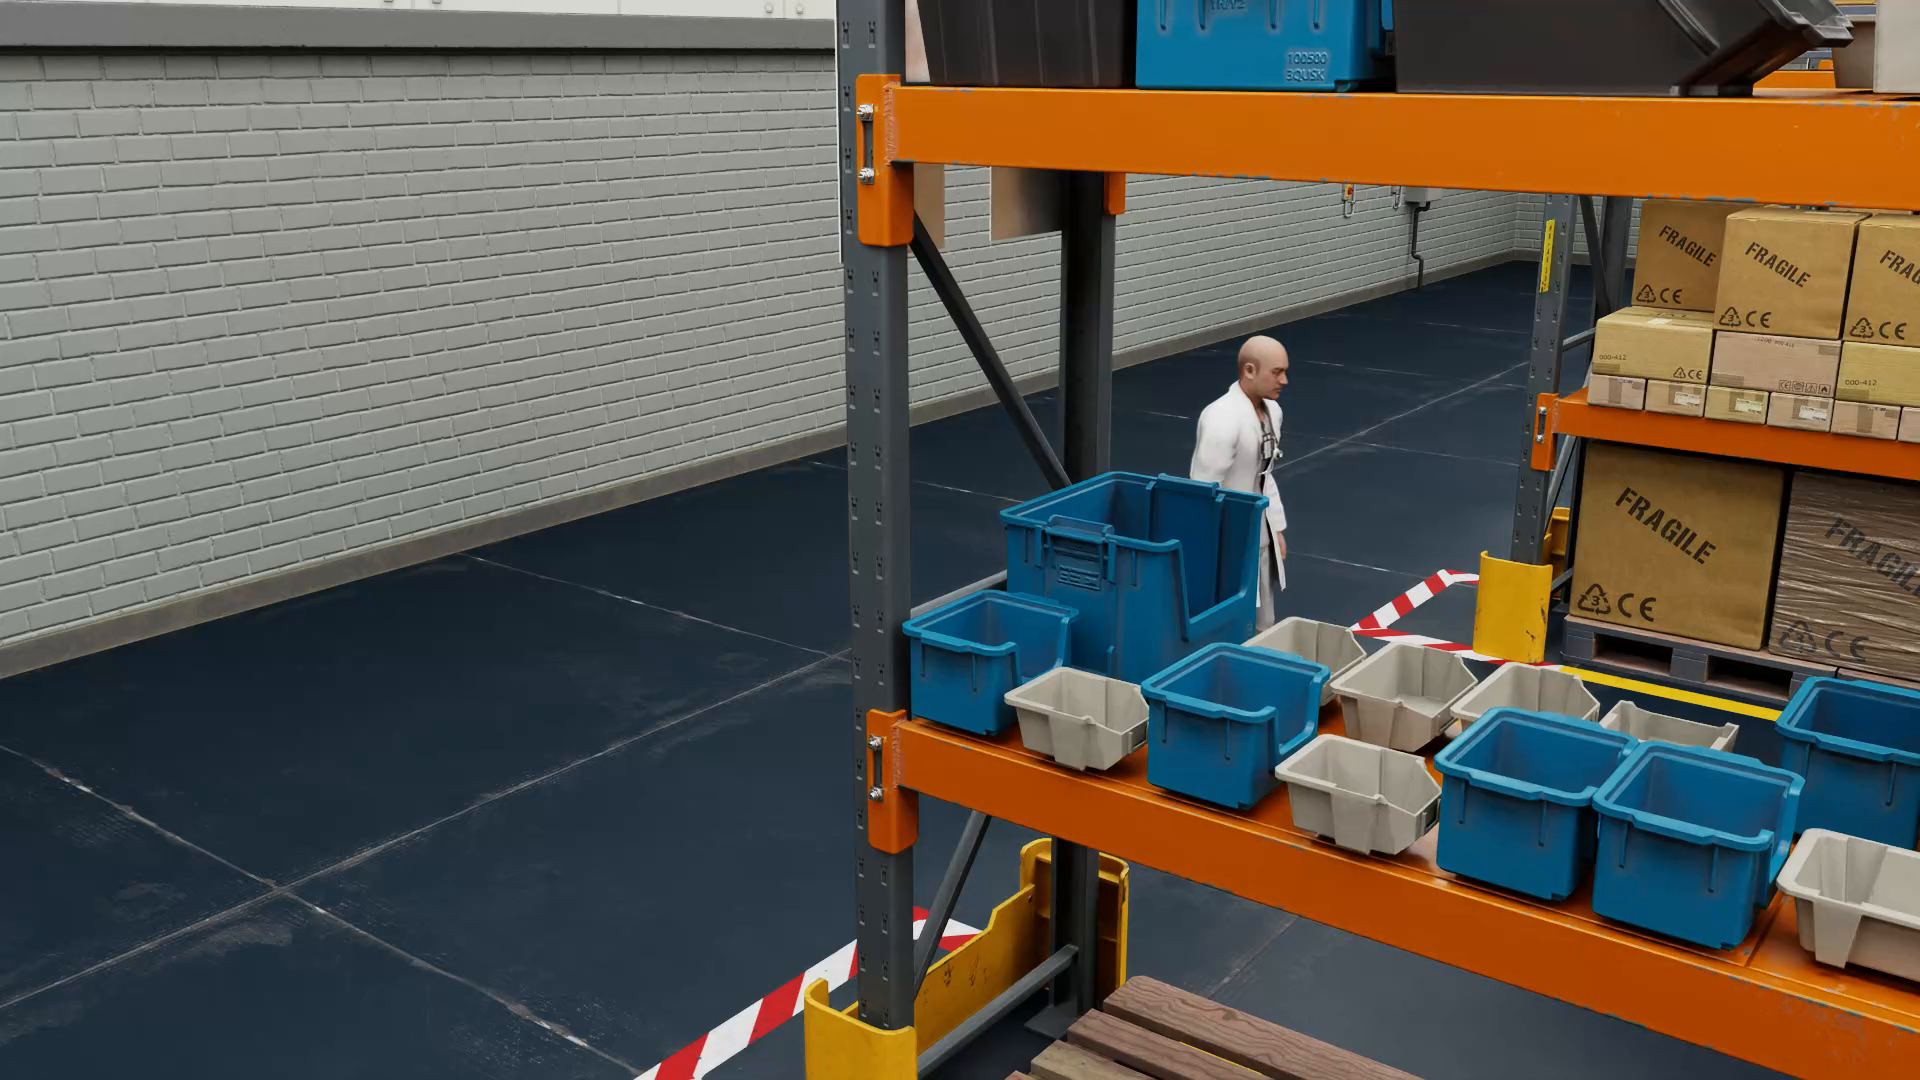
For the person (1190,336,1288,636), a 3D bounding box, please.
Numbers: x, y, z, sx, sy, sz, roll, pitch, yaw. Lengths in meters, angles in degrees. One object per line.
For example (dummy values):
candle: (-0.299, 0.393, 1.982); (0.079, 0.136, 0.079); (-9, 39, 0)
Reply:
person: (1.176, 0.025, 6.976); (0.422, 1.775, 0.643); (12, 20, 35)
